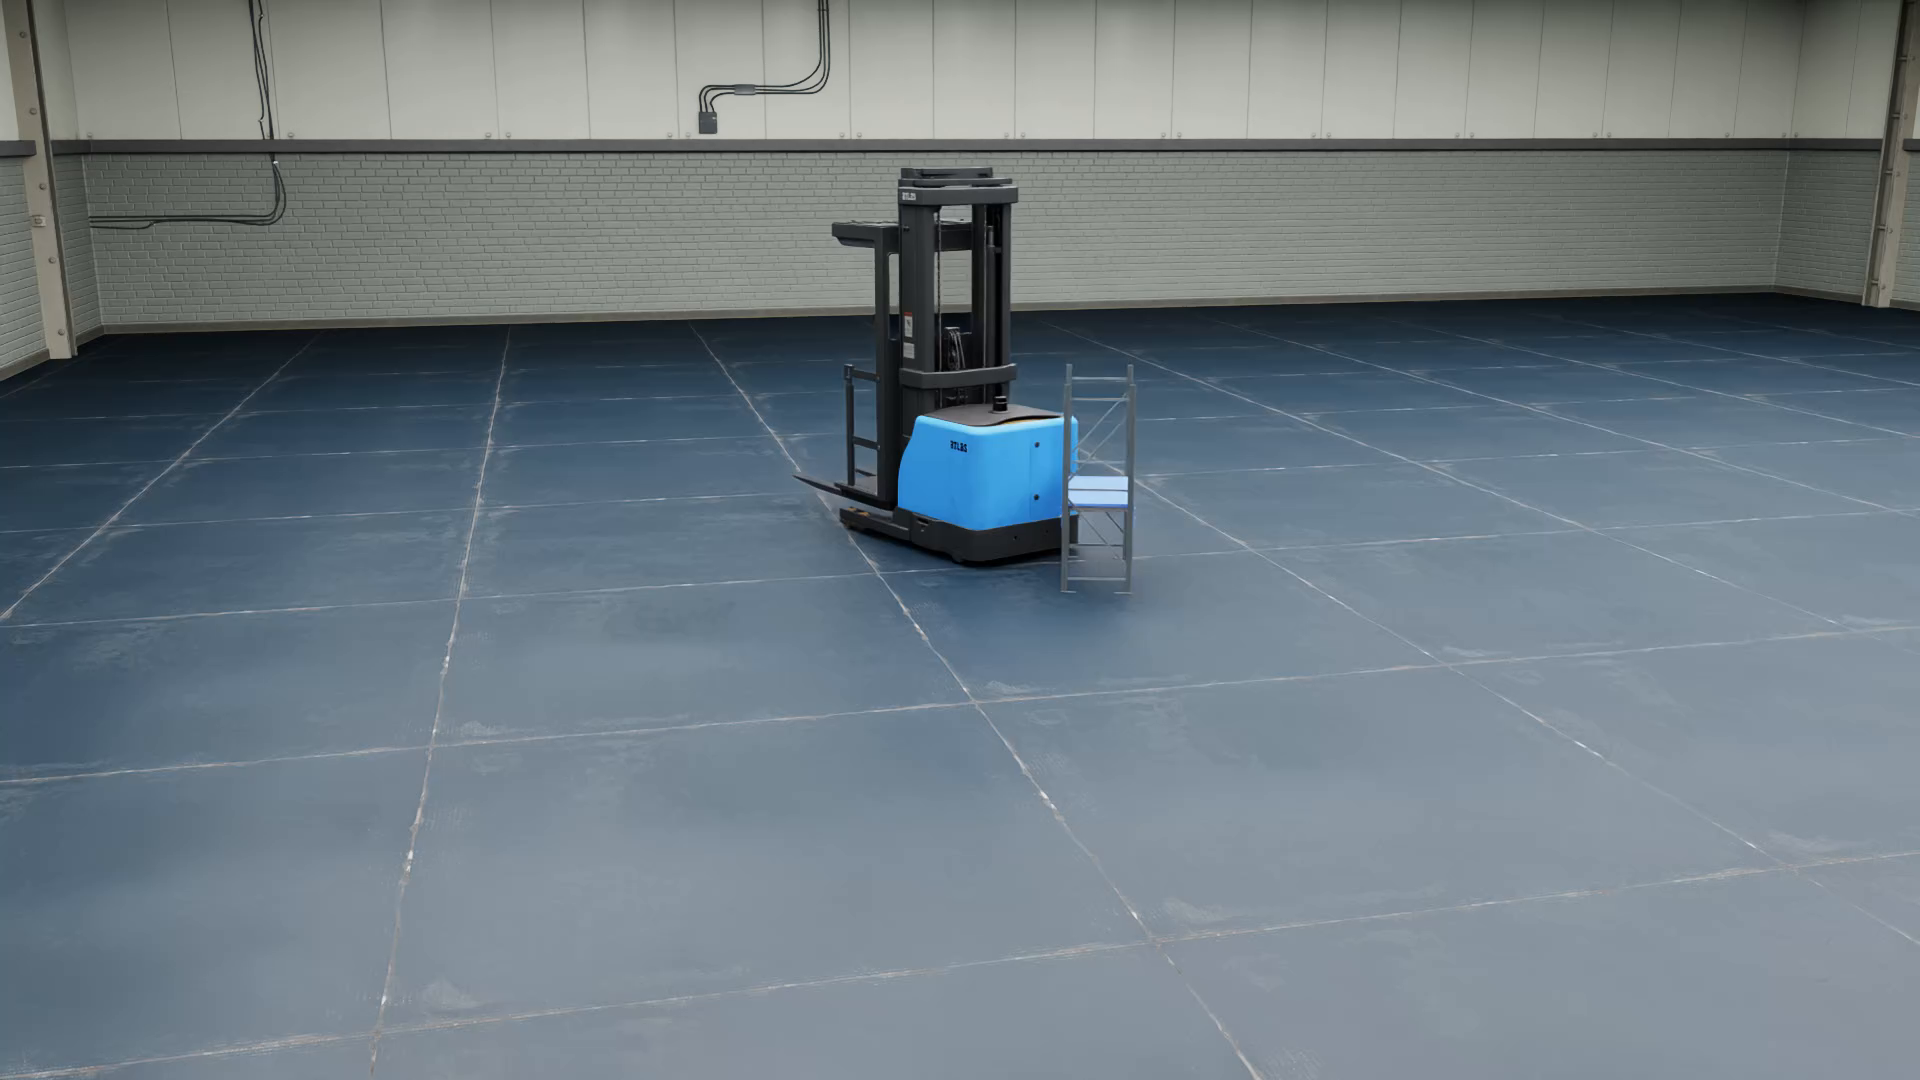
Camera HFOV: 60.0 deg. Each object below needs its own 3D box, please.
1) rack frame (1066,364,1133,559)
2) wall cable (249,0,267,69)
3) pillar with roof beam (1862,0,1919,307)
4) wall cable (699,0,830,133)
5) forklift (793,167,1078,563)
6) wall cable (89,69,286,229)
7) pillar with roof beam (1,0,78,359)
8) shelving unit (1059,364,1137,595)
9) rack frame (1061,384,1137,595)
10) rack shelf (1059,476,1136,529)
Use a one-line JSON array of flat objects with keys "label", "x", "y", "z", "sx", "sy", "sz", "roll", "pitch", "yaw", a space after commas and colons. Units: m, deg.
[{"label": "rack frame", "x": 1.050, "y": -0.588, "z": 12.672, "sx": 0.500, "sy": 1.500, "sz": 0.032, "roll": 1, "pitch": 14, "yaw": 4}, {"label": "wall cable", "x": -9.970, "y": -8.914, "z": 26.852, "sx": 3.097, "sy": 2.526, "sz": 0.112, "roll": -3, "pitch": 14, "yaw": -13}, {"label": "pillar with roof beam", "x": 13.241, "y": -8.580, "z": 29.587, "sx": 9.100, "sy": 9.000, "sz": 0.400, "roll": -3, "pitch": 14, "yaw": -13}, {"label": "wall cable", "x": -3.368, "y": -9.995, "z": 28.213, "sx": 2.305, "sy": 6.003, "sz": 0.169, "roll": -3, "pitch": 14, "yaw": -13}, {"label": "forklift", "x": -0.344, "y": -1.547, "z": 13.585, "sx": 1.130, "sy": 2.935, "sz": 3.031, "roll": -10, "pitch": 17, "yaw": -35}, {"label": "wall cable", "x": -12.600, "y": -6.309, "z": 26.834, "sx": 3.097, "sy": 2.526, "sz": 0.112, "roll": -3, "pitch": 14, "yaw": -13}, {"label": "pillar with roof beam", "x": -9.009, "y": -7.304, "z": 24.364, "sx": 9.100, "sy": 9.000, "sz": 0.400, "roll": -3, "pitch": 14, "yaw": -13}, {"label": "shelving unit", "x": 1.010, "y": -0.467, "z": 12.180, "sx": 0.538, "sy": 1.500, "sz": 1.048, "roll": 1, "pitch": 14, "yaw": 4}, {"label": "rack frame", "x": 0.971, "y": -0.347, "z": 11.688, "sx": 0.500, "sy": 1.500, "sz": 0.032, "roll": 1, "pitch": 14, "yaw": 4}, {"label": "rack shelf", "x": 1.010, "y": -0.293, "z": 12.223, "sx": 0.538, "sy": 0.185, "sz": 1.000, "roll": 1, "pitch": 14, "yaw": 4}]
